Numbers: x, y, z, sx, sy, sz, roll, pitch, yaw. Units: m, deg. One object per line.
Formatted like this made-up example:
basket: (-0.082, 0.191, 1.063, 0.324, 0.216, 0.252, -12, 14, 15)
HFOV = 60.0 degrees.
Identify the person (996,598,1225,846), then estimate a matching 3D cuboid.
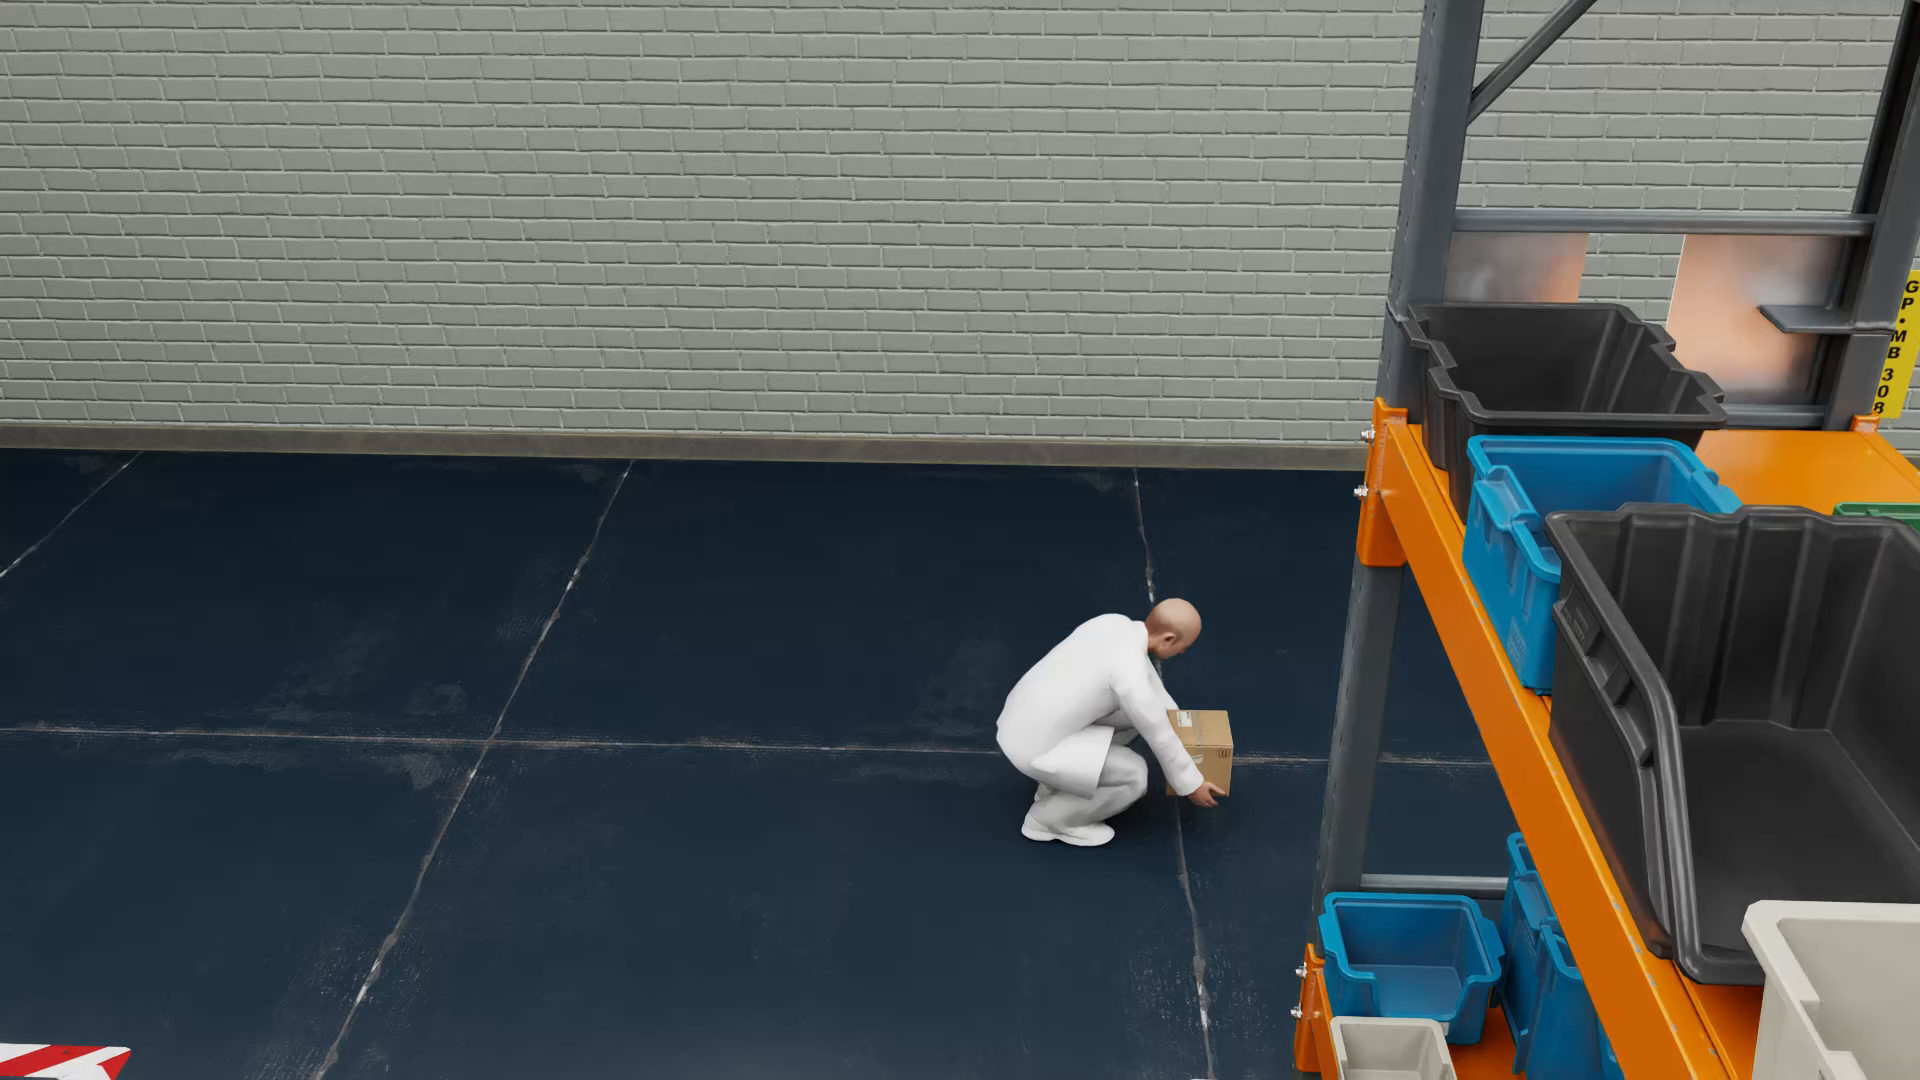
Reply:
person: (0.605, 0.703, 6.634, 0.918, 1.005, 0.585, 1, 28, 1)
